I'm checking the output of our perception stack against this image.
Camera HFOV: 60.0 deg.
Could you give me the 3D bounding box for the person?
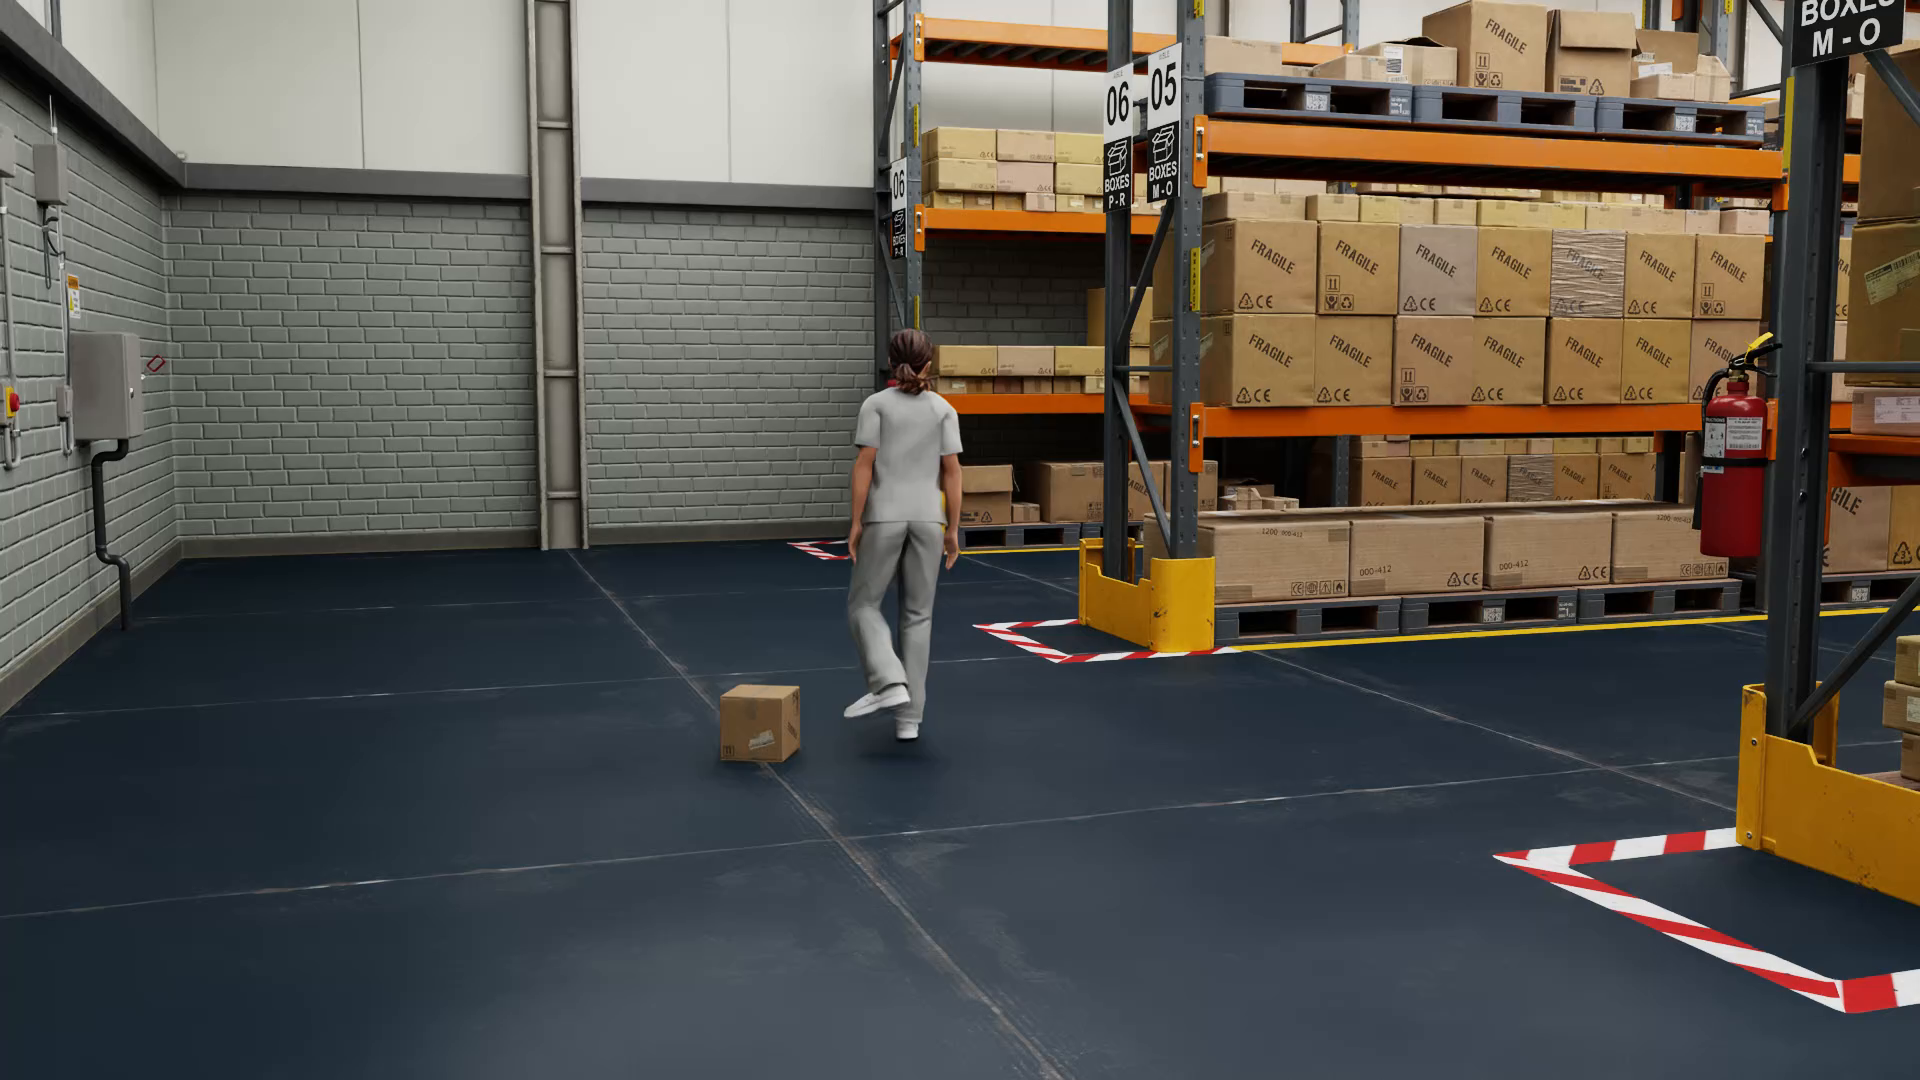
[{"bbox_3d":[-0.228,-0.022,6.733,0.522,1.665,0.510,-1,6,-13],"label":"person"}]
